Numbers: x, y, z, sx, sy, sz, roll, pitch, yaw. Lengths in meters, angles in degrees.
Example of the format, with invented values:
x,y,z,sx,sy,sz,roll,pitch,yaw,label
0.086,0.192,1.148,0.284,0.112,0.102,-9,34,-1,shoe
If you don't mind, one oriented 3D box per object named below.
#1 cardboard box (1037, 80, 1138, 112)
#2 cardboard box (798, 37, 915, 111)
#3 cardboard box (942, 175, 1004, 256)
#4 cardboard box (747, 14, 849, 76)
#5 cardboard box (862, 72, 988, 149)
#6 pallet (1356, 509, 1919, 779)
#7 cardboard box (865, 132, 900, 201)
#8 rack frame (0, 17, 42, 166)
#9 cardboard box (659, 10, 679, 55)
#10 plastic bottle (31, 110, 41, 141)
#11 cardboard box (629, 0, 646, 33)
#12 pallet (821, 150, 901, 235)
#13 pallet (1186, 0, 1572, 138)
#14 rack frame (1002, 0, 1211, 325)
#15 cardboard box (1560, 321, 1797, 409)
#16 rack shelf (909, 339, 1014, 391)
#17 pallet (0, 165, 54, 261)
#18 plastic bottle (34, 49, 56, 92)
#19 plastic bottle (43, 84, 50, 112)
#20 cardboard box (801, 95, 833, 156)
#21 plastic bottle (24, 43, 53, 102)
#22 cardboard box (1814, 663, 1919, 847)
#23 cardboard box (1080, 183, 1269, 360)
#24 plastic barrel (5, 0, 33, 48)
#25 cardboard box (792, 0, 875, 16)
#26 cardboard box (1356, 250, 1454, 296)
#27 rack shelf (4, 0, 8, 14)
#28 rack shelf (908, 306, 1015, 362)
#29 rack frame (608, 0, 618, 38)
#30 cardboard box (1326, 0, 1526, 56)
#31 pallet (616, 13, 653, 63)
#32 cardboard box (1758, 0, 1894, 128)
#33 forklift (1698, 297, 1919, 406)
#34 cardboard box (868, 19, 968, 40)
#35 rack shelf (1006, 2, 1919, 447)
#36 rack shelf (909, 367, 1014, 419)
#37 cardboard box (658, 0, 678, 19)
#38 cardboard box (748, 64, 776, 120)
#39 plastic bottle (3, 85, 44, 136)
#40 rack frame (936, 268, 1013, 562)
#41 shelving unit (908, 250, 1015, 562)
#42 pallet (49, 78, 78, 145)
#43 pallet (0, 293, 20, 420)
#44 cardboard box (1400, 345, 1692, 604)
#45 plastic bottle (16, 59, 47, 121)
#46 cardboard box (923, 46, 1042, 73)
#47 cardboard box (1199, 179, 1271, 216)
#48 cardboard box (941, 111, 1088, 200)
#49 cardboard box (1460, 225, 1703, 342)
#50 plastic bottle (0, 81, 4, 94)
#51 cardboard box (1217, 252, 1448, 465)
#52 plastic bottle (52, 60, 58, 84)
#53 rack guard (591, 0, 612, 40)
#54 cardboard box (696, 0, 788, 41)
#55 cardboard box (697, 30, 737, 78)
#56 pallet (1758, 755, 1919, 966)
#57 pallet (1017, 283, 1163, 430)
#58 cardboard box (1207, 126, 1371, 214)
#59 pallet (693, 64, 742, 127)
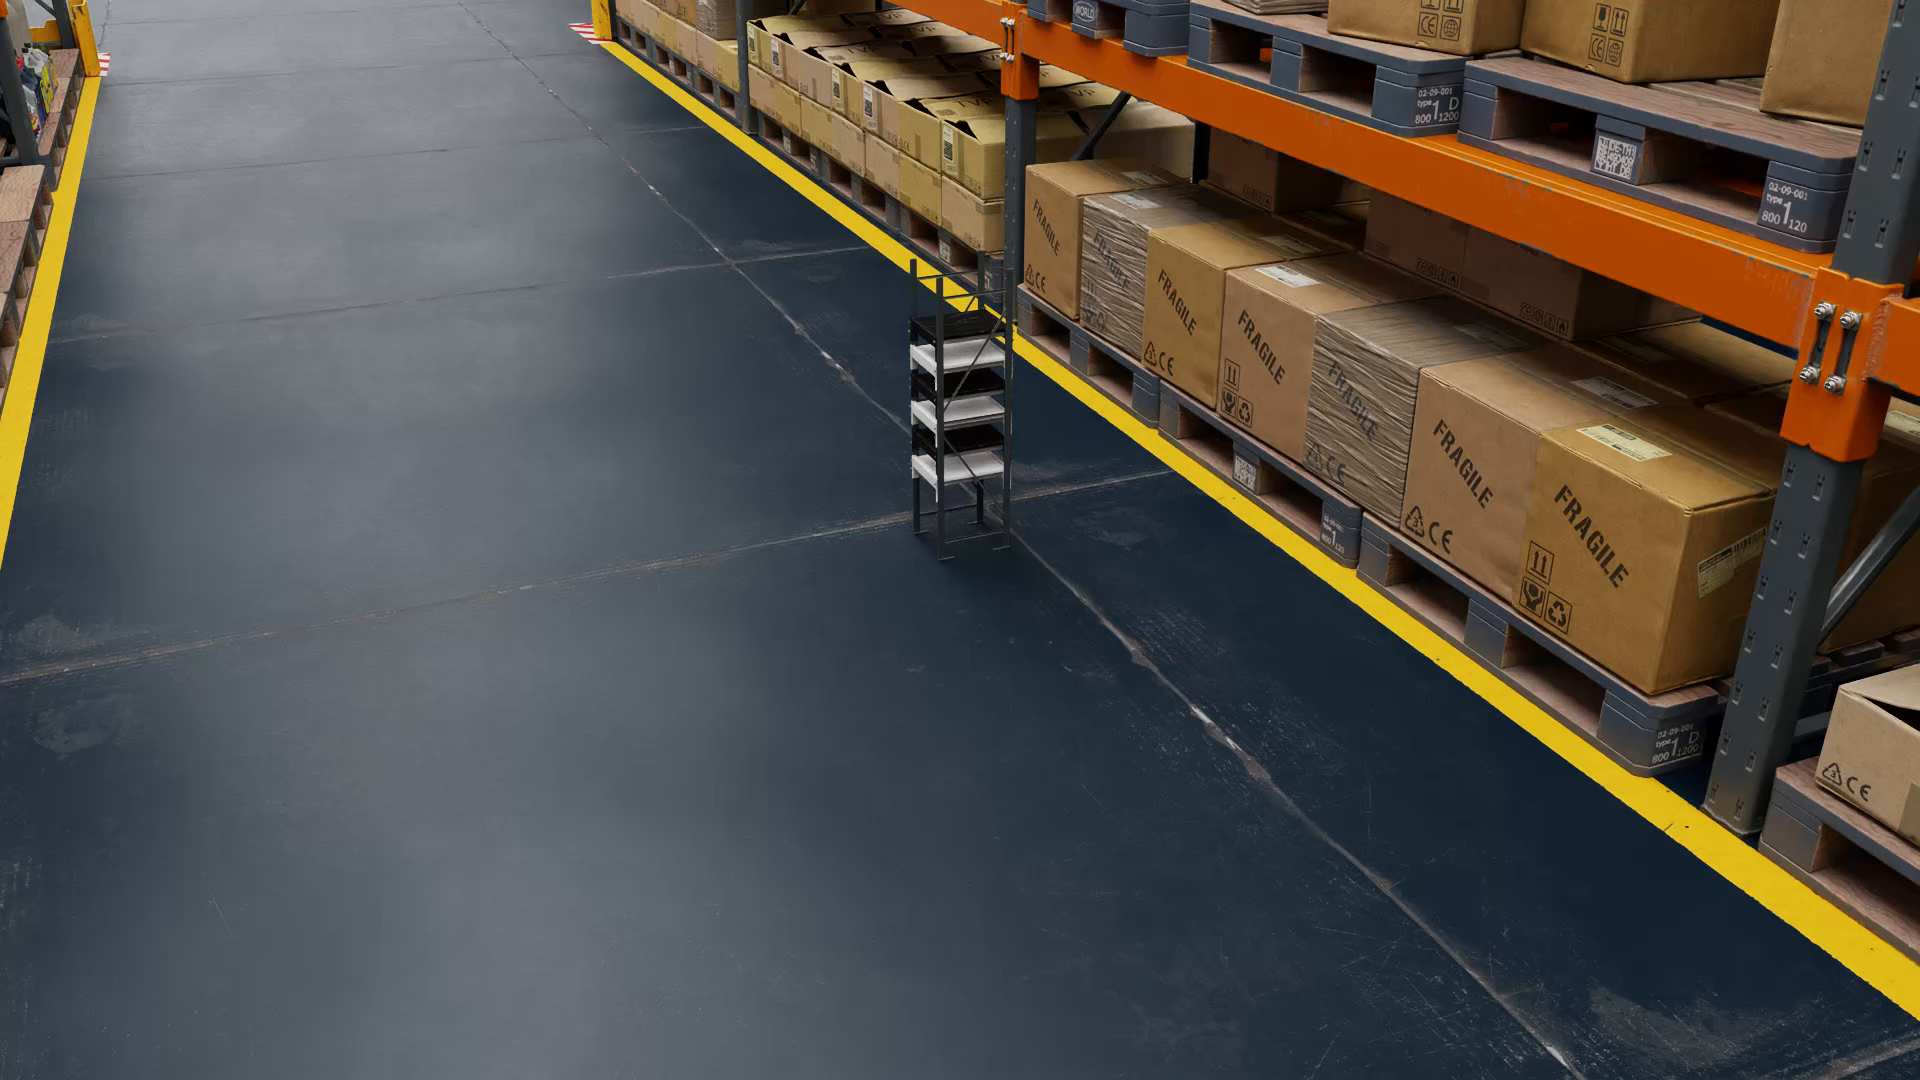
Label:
x,y,z,sx,sy,sz,roll,pitch,yaw,label
0.521,-2.060,8.066,0.500,0.311,0.500,-11,28,-22,cardboard box
-0.569,-2.581,9.133,0.500,0.311,0.500,-12,28,-22,cardboard box
0.239,-1.506,7.571,0.500,0.250,0.500,-10,28,-19,cardboard box
-0.964,-2.993,9.976,0.500,0.311,0.500,-10,28,-20,cardboard box
-0.167,-2.169,8.291,0.500,0.311,0.500,-11,28,-21,cardboard box
1.883,0.164,4.674,1.003,0.211,1.213,-11,28,-21,pallet
-0.160,-1.917,8.412,0.500,0.250,0.500,-10,28,-19,cardboard box
-5.456,-3.147,8.278,1.000,3.000,0.127,-11,28,-21,rack frame
-1.872,-3.704,12.074,0.500,0.250,0.500,-11,28,-21,cardboard box
-5.217,-2.333,9.297,0.097,0.201,0.097,0,26,0,plastic bottle
-2.259,-4.109,12.902,0.500,0.250,0.500,-11,28,-21,cardboard box
-0.091,-1.960,9.024,1.003,0.211,1.213,-11,28,-21,pallet
1.435,-1.512,5.146,1.003,0.211,1.213,-11,28,-21,pallet
0.670,-2.382,6.710,1.000,3.000,0.127,-11,28,-21,rack frame
2.052,-0.292,4.778,0.500,0.500,0.500,-10,28,-20,cardboard box
0.003,-0.533,4.981,0.258,0.077,0.200,-11,28,-21,rack shelf
-5.113,-1.584,8.254,1.003,0.211,1.213,-11,28,-21,pallet
-5.827,-2.963,10.504,0.152,0.276,0.135,-10,28,-20,plastic bottle
-5.554,-2.679,10.007,0.097,0.201,0.097,0,26,0,plastic bottle
-0.563,-2.330,9.258,0.500,0.250,0.500,-11,28,-22,cardboard box
-5.704,-2.875,10.237,0.144,0.351,0.185,-9,28,-18,plastic bottle
2.201,0.450,3.473,0.500,0.311,0.500,-11,28,-21,cardboard box
0.795,-1.013,6.254,0.500,0.500,0.500,-12,28,-22,cardboard box
-6.695,-3.580,11.521,0.421,0.512,0.421,0,26,0,plastic barrel
-0.790,-3.528,10.858,0.500,0.500,0.500,-11,28,-21,cardboard box
1.665,-0.700,5.612,0.500,0.500,0.500,-12,28,-23,cardboard box
-6.239,-3.632,10.089,1.077,0.370,4.000,-11,28,-21,rack shelf
0.003,-0.614,4.942,0.258,0.077,0.200,-11,28,-21,rack shelf
-2.463,-5.612,13.325,1.000,3.000,0.127,-11,28,-21,rack frame
1.487,-1.704,4.728,0.700,0.500,0.500,-19,32,-33,cardboard box
-2.125,-4.057,13.319,1.003,0.211,1.213,-11,28,-21,pallet
2.256,-1.231,3.759,0.700,0.500,0.500,-22,34,-37,cardboard box
2.723,-2.226,6.468,1.130,2.935,3.031,-10,28,-19,forklift
-0.265,-2.879,9.744,0.500,0.311,0.500,-10,28,-19,cardboard box
1.453,-1.252,5.214,1.077,0.370,4.000,-11,28,-21,rack shelf
0.003,-0.452,5.021,0.258,0.077,0.200,-11,28,-21,rack shelf
-1.873,-4.041,11.909,0.500,0.500,0.500,-11,28,-21,cardboard box
-0.967,-2.745,10.108,0.500,0.250,0.500,-11,28,-22,cardboard box
-5.329,-2.451,9.454,0.152,0.276,0.135,-10,28,-19,plastic bottle
0.043,-0.360,4.962,0.240,0.900,0.006,-11,28,-21,rack frame
0.003,-0.401,5.046,0.258,0.900,0.210,-11,28,-21,shelving unit
-6.162,-2.666,10.470,1.003,0.211,1.213,-11,28,-21,pallet
-4.157,-0.599,6.236,1.003,0.211,1.213,-11,28,-21,pallet
1.593,-0.193,4.574,0.500,0.500,0.500,-10,28,-20,cardboard box
-5.464,-2.628,9.732,0.144,0.351,0.185,-12,28,-23,plastic bottle
0.122,-2.474,8.914,0.500,0.311,0.500,-11,28,-21,cardboard box
1.252,-1.119,6.471,0.500,0.500,0.500,-9,28,-19,cardboard box
0.238,-1.756,7.445,0.500,0.311,0.500,-10,28,-19,cardboard box
1.879,-0.820,5.003,0.500,0.250,0.500,-11,28,-20,cardboard box
-5.523,-2.527,9.525,0.144,0.351,0.185,-11,28,-21,plastic bottle
1.196,-0.600,5.408,0.500,0.500,0.500,-12,28,-22,cardboard box
-5.900,-3.036,10.738,0.097,0.201,0.097,0,26,0,plastic bottle
-2.473,-4.498,13.893,1.175,0.500,0.348,-11,28,-21,rack guard
-1.465,-3.641,11.088,0.500,0.500,0.500,-11,28,-21,cardboard box
-1.466,-3.303,11.252,0.500,0.250,0.500,-11,28,-21,cardboard box
2.504,0.763,3.447,1.003,0.211,1.213,-11,28,-21,pallet
0.927,-0.821,6.691,1.003,0.211,1.213,-11,28,-21,pallet
1.278,-1.434,6.262,0.500,0.250,0.500,-9,28,-19,cardboard box
-1.170,-3.072,11.302,1.003,0.211,1.213,-11,28,-21,pallet
